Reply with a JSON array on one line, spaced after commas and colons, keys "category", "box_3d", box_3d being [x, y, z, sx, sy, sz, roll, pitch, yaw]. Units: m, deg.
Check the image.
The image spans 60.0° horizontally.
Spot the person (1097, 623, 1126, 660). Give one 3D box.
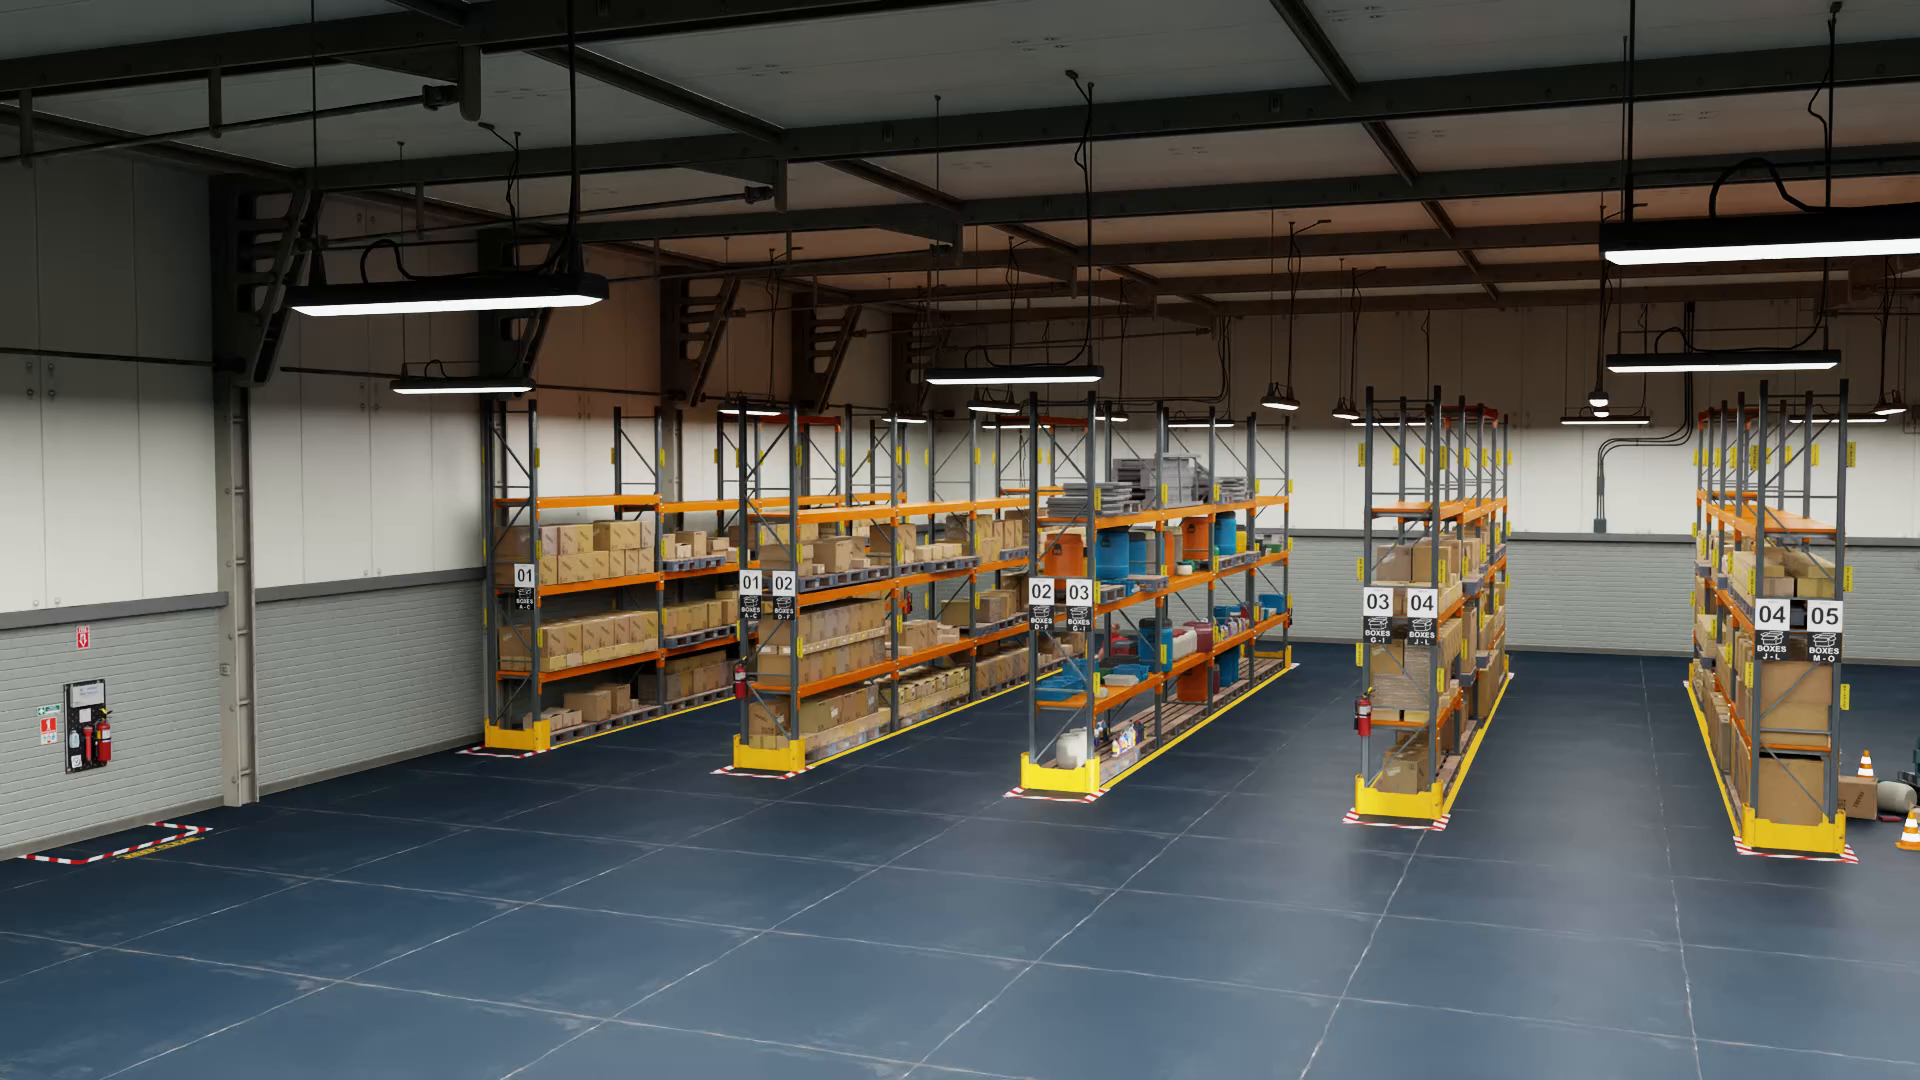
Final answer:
[{"category": "person", "box_3d": [2.997, 2.498, 33.341, 0.627, 1.660, 1.007, 2, 4, 37]}]
